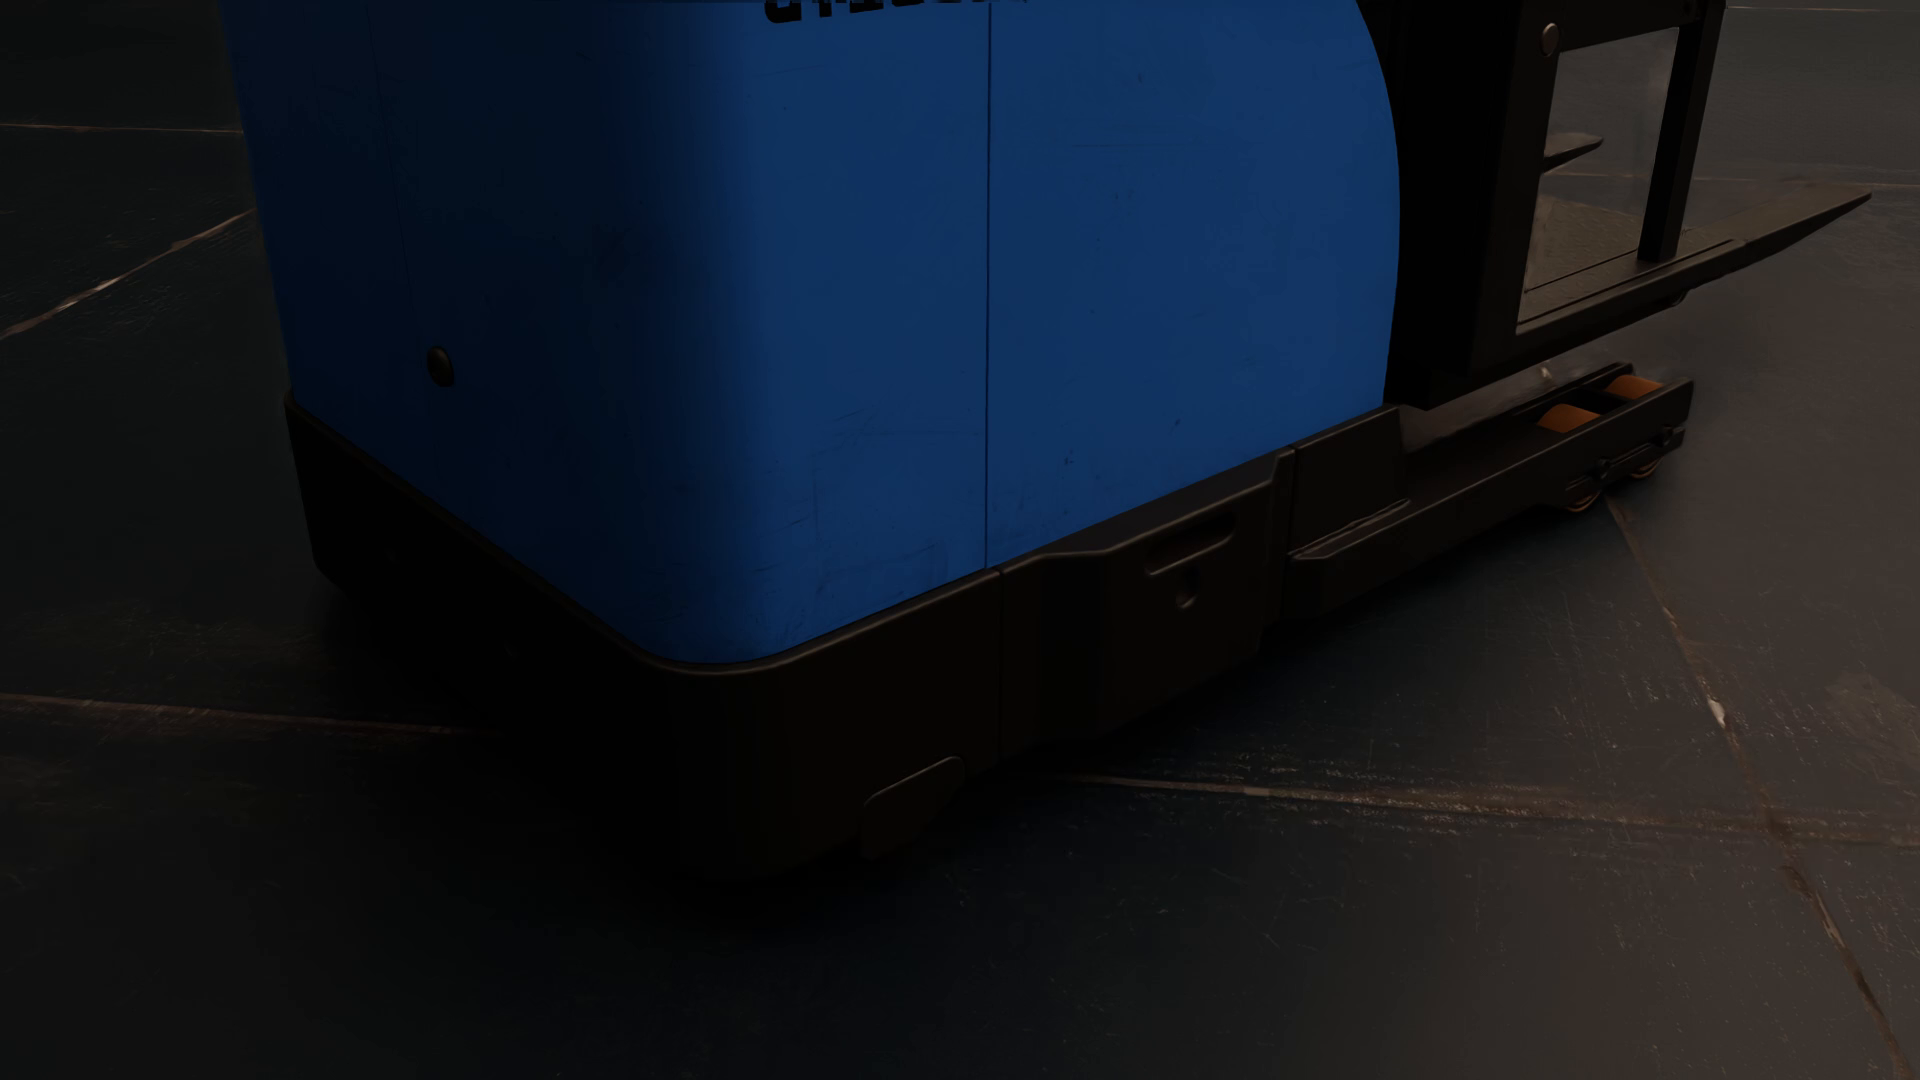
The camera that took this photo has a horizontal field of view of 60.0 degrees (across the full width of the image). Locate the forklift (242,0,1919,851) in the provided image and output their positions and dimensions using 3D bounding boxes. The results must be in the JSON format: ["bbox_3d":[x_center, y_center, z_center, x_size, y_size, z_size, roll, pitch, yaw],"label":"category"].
[{"bbox_3d":[0.599,-1.481,2.185,3.031,2.935,1.130,-17,31,-30],"label":"forklift"}]
